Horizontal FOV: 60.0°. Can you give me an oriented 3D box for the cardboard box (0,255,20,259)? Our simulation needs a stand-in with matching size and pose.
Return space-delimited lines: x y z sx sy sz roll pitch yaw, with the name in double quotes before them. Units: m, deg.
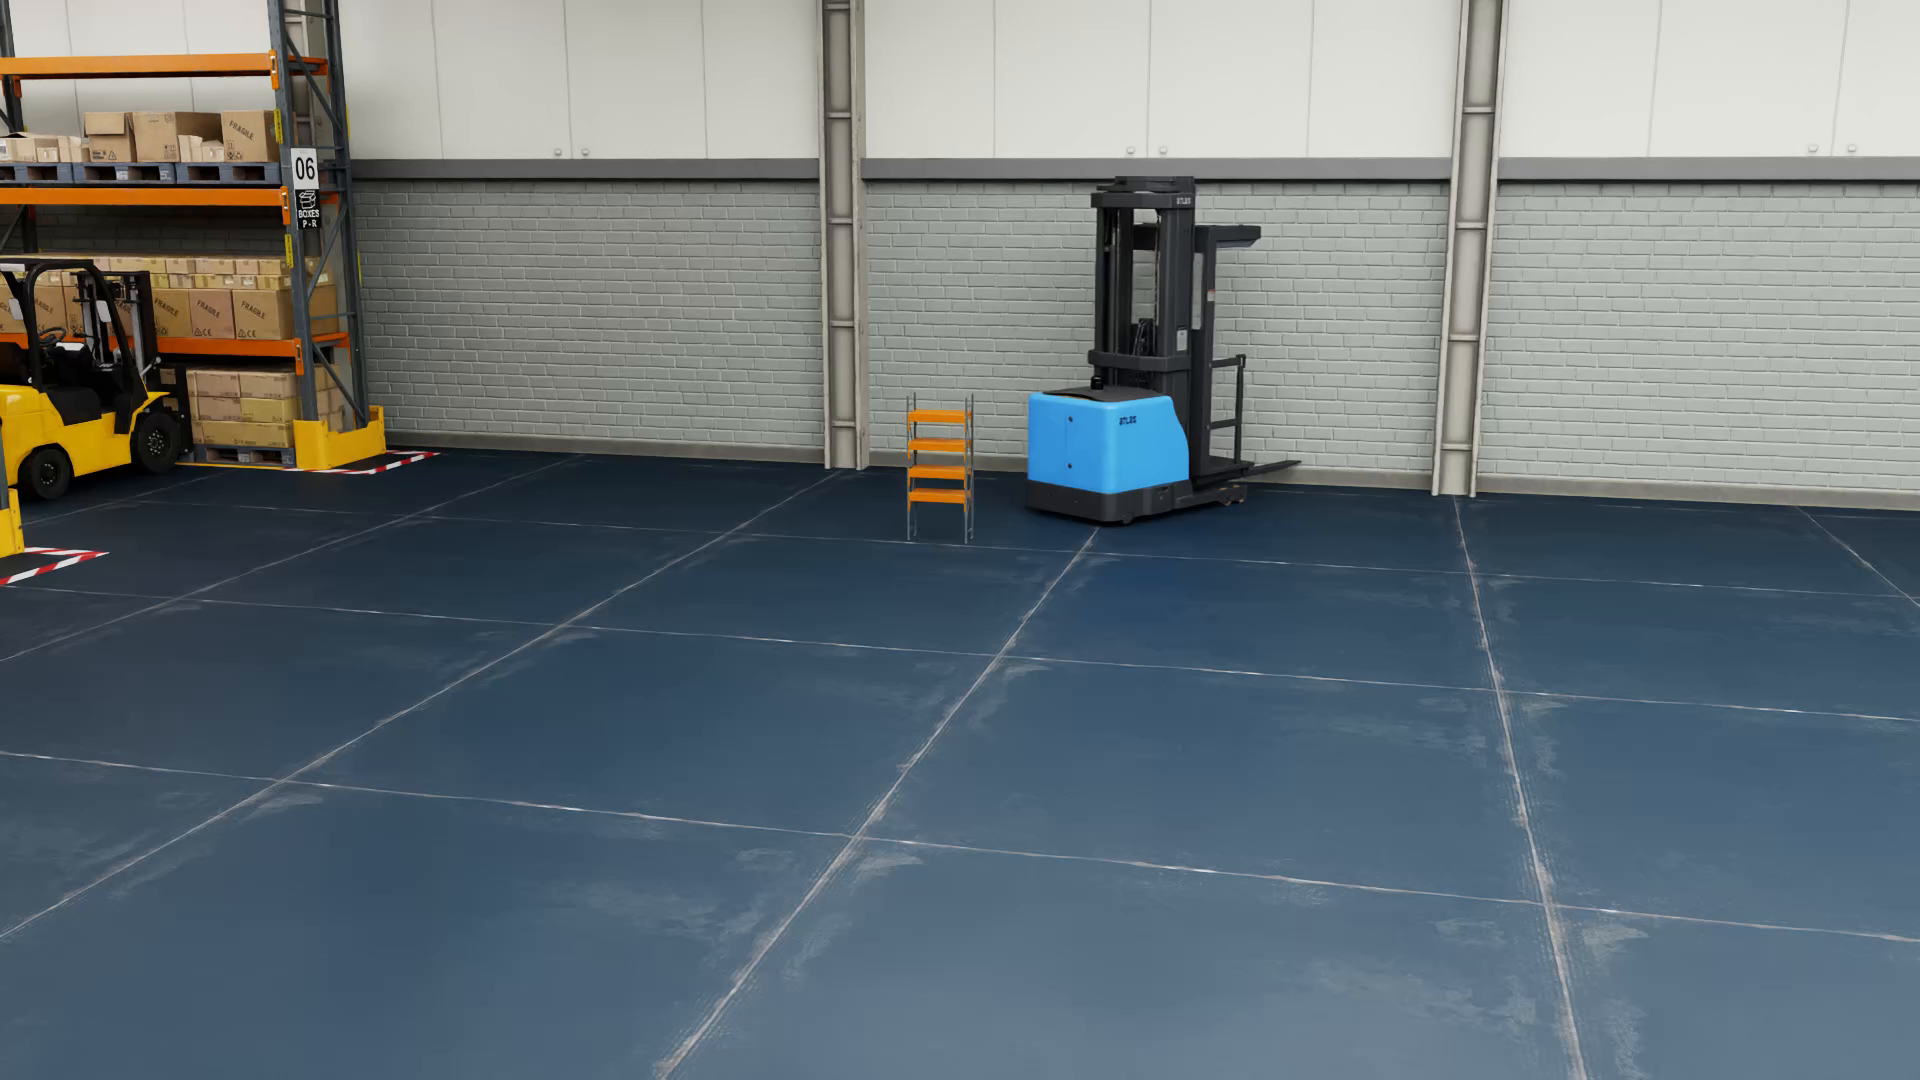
"cardboard box" -10.171 -2.945 17.668 0.250 0.149 0.380 3 13 15

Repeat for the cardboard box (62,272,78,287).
"cardboard box" -9.176 -2.744 17.447 0.250 0.149 0.380 3 13 13

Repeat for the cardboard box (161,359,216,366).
"cardboard box" -8.412 -1.803 18.004 0.500 0.250 0.500 3 13 12

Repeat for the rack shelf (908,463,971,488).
"rack shelf" -0.161 -0.529 13.657 0.480 0.148 0.258 3 13 14

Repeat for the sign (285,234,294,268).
"sign" -6.670 -2.873 16.539 0.005 0.325 0.100 3 13 14

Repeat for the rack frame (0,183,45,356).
"rack frame" -10.410 -2.513 18.137 0.127 3.000 1.000 3 13 14

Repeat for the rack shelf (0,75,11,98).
"rack shelf" -12.351 -4.999 18.076 4.000 0.370 1.077 3 13 14

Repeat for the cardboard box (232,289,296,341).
"cardboard box" -7.067 -2.325 17.057 0.500 0.500 0.500 3 13 12

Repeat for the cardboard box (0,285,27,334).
"cardboard box" -10.041 -2.484 17.775 0.500 0.500 0.500 3 13 12

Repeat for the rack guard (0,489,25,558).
"rack guard" -7.786 -0.045 12.784 0.348 0.500 1.175 3 13 14

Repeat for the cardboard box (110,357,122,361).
"cardboard box" -9.390 -1.856 18.245 0.500 0.250 0.500 3 13 13

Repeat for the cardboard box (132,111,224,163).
"cardboard box" -7.985 -4.119 17.016 0.500 0.500 0.700 3 13 14

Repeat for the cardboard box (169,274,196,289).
"cardboard box" -7.931 -2.683 17.172 0.250 0.149 0.380 3 13 12

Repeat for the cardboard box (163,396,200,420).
"cardboard box" -8.064 -1.423 17.445 0.500 0.250 0.500 3 13 12

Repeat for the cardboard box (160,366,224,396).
"cardboard box" -8.037 -1.664 17.380 0.500 0.250 0.500 3 13 14

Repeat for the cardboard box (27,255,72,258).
"cardboard box" -9.646 -2.939 17.641 0.250 0.149 0.380 3 13 12

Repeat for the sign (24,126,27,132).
"sign" -10.278 -4.386 18.274 0.005 0.325 0.100 3 13 14

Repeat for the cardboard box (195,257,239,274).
"cardboard box" -7.656 -2.833 17.164 0.250 0.149 0.380 3 13 14

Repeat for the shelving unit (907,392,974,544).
"shelving unit" -0.161 -0.594 13.642 0.503 1.200 0.258 3 13 14

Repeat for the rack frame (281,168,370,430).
"rack frame" -6.526 -2.306 17.201 0.127 3.000 1.000 3 13 14

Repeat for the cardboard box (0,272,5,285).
"cardboard box" -10.163 -2.807 17.732 0.250 0.149 0.380 3 13 13

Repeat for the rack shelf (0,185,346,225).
"rack shelf" -8.468 -3.523 17.422 4.000 0.370 1.077 3 13 14

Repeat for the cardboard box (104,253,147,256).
"cardboard box" -9.028 -3.021 18.009 0.250 0.149 0.380 3 13 13

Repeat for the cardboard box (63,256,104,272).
"cardboard box" -9.162 -2.896 17.448 0.250 0.149 0.380 3 13 13

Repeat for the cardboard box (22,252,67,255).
"cardboard box" -10.027 -3.071 18.235 0.250 0.149 0.380 3 13 14

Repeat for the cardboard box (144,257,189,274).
"cardboard box" -8.187 -2.836 17.175 0.250 0.149 0.380 3 13 15

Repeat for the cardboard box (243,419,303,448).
"cardboard box" -7.058 -1.126 17.264 0.500 0.250 0.500 3 13 14

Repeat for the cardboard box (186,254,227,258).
"cardboard box" -8.036 -2.969 17.775 0.250 0.149 0.380 3 13 12

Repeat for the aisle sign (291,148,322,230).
"aisle sign" -6.533 -3.510 16.626 0.004 0.787 0.394 3 13 14

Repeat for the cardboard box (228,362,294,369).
"cardboard box" -7.433 -1.746 17.751 0.500 0.250 0.500 3 13 14

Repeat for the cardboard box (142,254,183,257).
"cardboard box" -8.553 -2.978 17.816 0.250 0.149 0.380 3 13 15

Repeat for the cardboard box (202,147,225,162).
"cardboard box" -7.403 -3.880 16.753 0.250 0.149 0.380 3 13 12

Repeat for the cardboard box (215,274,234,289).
"cardboard box" -7.422 -2.664 17.086 0.250 0.149 0.380 3 13 15

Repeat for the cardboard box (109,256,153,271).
"cardboard box" -8.655 -2.886 17.400 0.250 0.149 0.380 3 13 14

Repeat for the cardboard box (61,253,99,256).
"cardboard box" -9.533 -3.038 18.088 0.250 0.149 0.380 3 13 13

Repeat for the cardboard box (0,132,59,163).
"cardboard box" -9.660 -4.094 17.340 0.500 0.311 0.500 3 13 15

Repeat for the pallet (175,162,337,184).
"pallet" -7.206 -3.769 17.076 1.213 0.211 1.003 3 13 14

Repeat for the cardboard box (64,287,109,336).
"cardboard box" -9.040 -2.435 17.551 0.500 0.500 0.500 3 13 13

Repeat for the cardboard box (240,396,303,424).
"cardboard box" -7.074 -1.372 17.217 0.500 0.250 0.500 3 13 13

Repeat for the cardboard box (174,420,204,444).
"cardboard box" -8.022 -1.182 17.515 0.500 0.250 0.500 3 13 14

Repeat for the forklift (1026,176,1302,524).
"forklift" 2.003 -1.814 15.143 3.031 2.935 1.130 -12 17 -42

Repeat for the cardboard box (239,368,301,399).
"cardboard box" -7.048 -1.615 17.157 0.500 0.250 0.500 4 13 15

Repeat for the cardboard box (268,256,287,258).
"cardboard box" -7.044 -2.906 17.490 0.250 0.149 0.380 4 13 15

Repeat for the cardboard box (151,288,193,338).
"cardboard box" -8.066 -2.380 17.306 0.500 0.500 0.500 3 13 12

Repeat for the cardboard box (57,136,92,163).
"cardboard box" -9.041 -4.025 17.135 0.258 0.266 0.396 3 13 12

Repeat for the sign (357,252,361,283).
"sign" -6.387 -2.883 17.624 0.005 0.325 0.100 3 13 14

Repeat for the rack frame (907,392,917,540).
"rack frame" -0.398 -0.607 13.700 0.015 1.200 0.240 3 13 14

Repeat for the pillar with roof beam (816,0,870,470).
"pillar with roof beam" -2.192 -4.244 12.085 0.400 9.000 9.100 3 13 14

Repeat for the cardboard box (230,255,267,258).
"cardboard box" -7.543 -2.926 17.583 0.250 0.149 0.380 3 13 14

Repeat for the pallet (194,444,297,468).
"pallet" -7.279 -0.975 17.642 1.213 0.211 1.003 3 13 14

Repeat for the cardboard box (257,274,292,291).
"cardboard box" -6.930 -2.630 16.936 0.250 0.149 0.380 3 13 14

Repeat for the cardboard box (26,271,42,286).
"cardboard box" -9.652 -2.786 17.638 0.250 0.149 0.380 3 13 13

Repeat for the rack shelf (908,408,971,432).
"rack shelf" -0.161 -0.978 13.557 0.480 0.148 0.258 3 13 14

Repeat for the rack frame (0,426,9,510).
"rack frame" -7.712 -1.262 12.496 0.127 3.000 1.000 3 13 14

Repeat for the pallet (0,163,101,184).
"pallet" -9.575 -3.896 17.647 1.213 0.211 1.003 3 13 14

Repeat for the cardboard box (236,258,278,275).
"cardboard box" -7.171 -2.797 17.000 0.250 0.149 0.380 3 13 14

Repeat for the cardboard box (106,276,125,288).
"cardboard box" -8.667 -2.723 17.351 0.250 0.149 0.380 3 13 12
